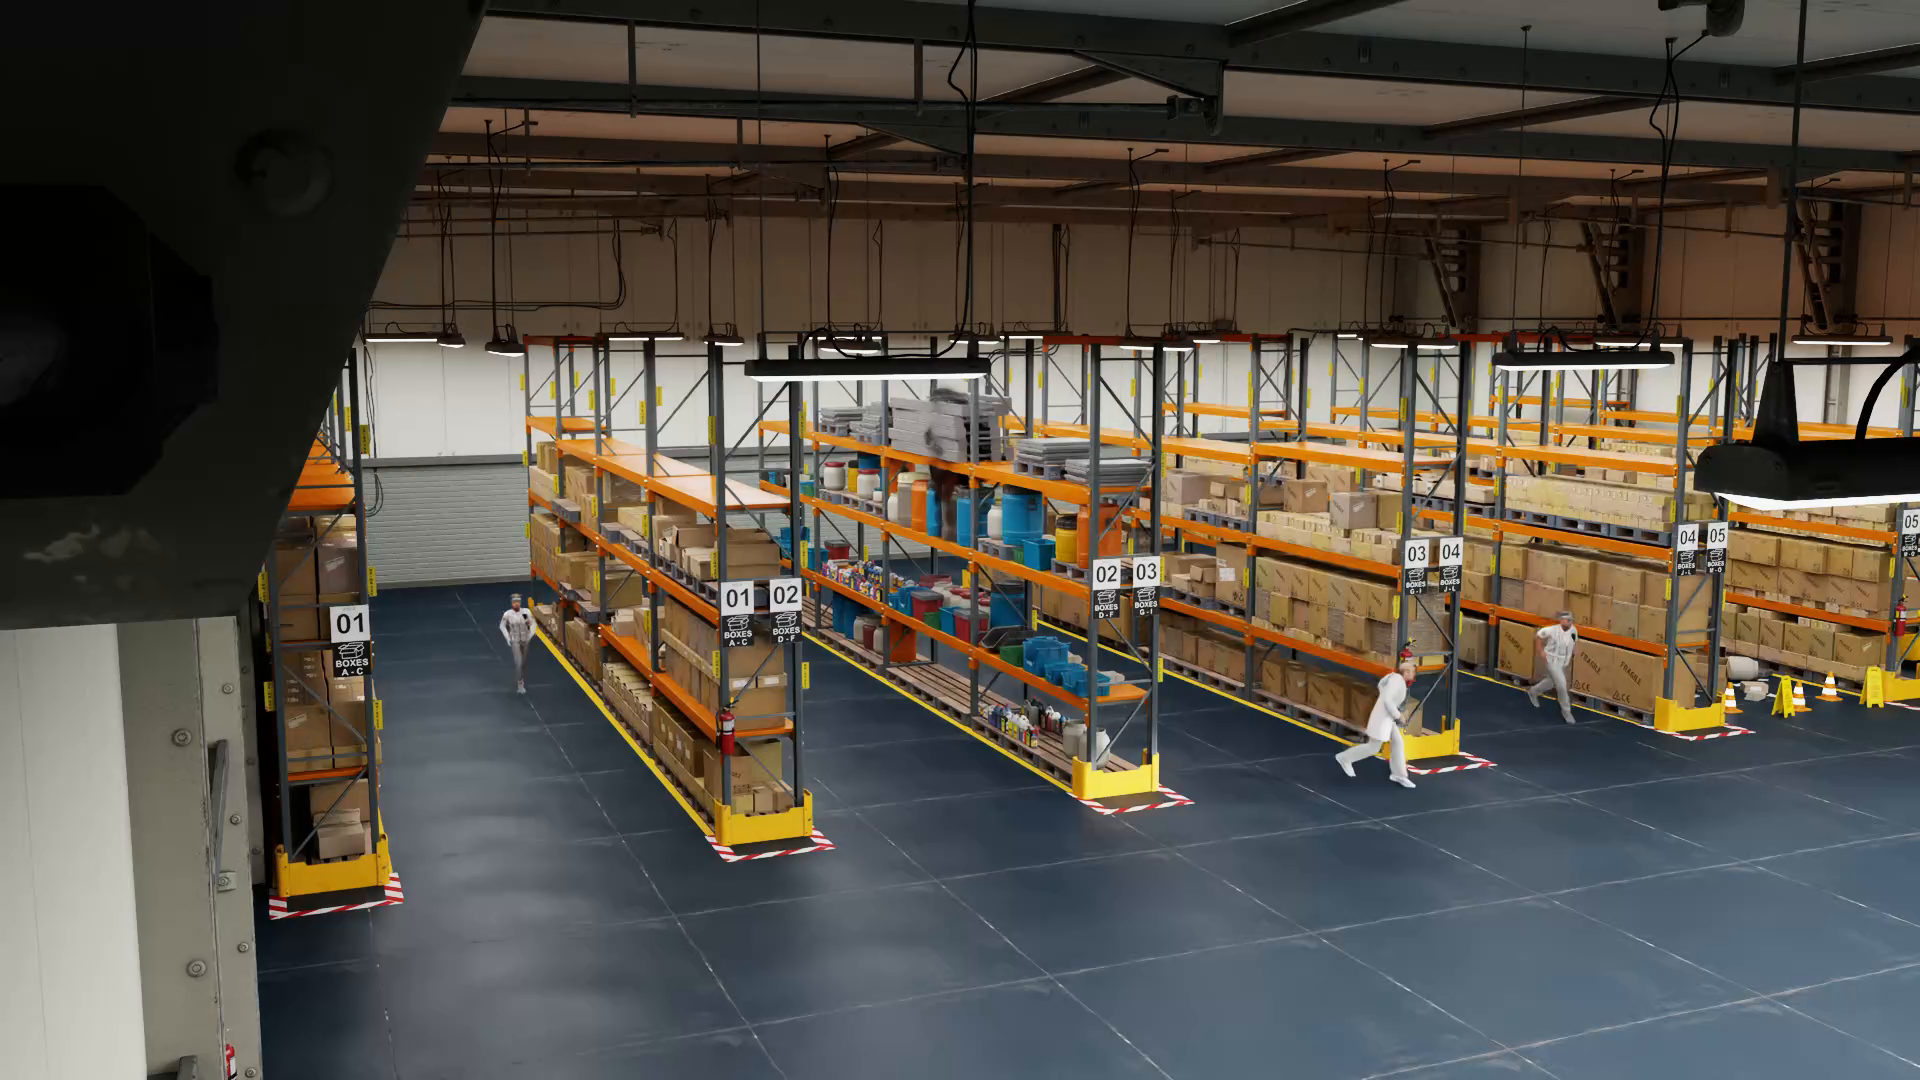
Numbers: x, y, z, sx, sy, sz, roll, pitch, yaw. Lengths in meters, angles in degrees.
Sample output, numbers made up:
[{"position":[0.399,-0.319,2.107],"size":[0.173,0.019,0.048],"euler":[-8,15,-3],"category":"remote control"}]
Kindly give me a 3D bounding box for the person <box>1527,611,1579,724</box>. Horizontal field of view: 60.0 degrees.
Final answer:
[{"position":[9.469,1.962,26.515],"size":[0.663,1.788,1.093],"euler":[-4,9,-27],"category":"person"}]

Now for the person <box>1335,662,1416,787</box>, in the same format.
[{"position":[5.687,2.500,22.684],"size":[1.085,1.738,0.744],"euler":[1,8,10],"category":"person"}]

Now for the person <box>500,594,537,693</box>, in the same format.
[{"position":[-7.556,1.733,28.473],"size":[0.616,1.708,0.714],"euler":[-3,8,-22],"category":"person"}]
